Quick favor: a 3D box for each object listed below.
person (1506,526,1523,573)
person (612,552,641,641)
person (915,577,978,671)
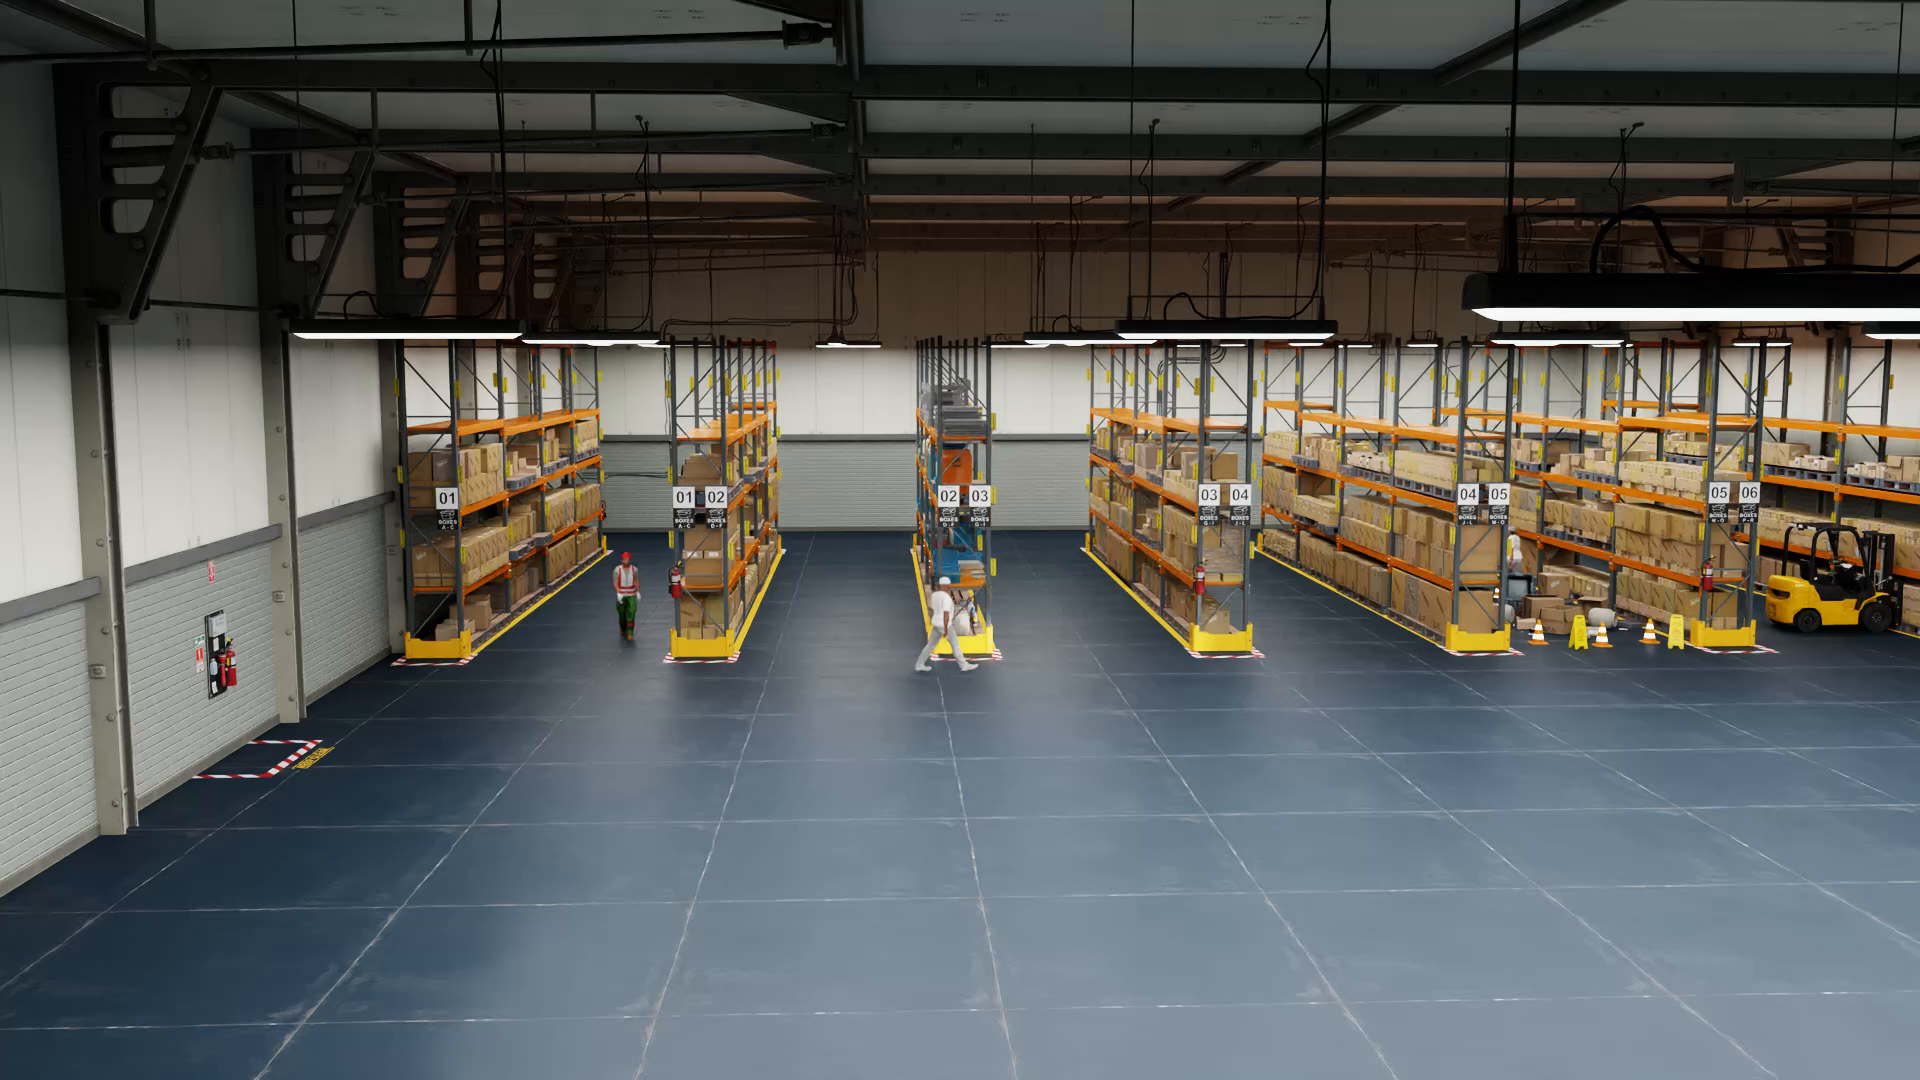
[{"bbox_3d":[12.911,0.526,38.790,0.503,1.704,0.580,-2,7,-18],"label":"person"},{"bbox_3d":[-6.605,1.096,33.028,0.560,1.728,0.995,-2,7,-17],"label":"person"},{"bbox_3d":[-0.255,1.503,29.663,1.104,1.700,0.677,-3,7,-27],"label":"person"}]
